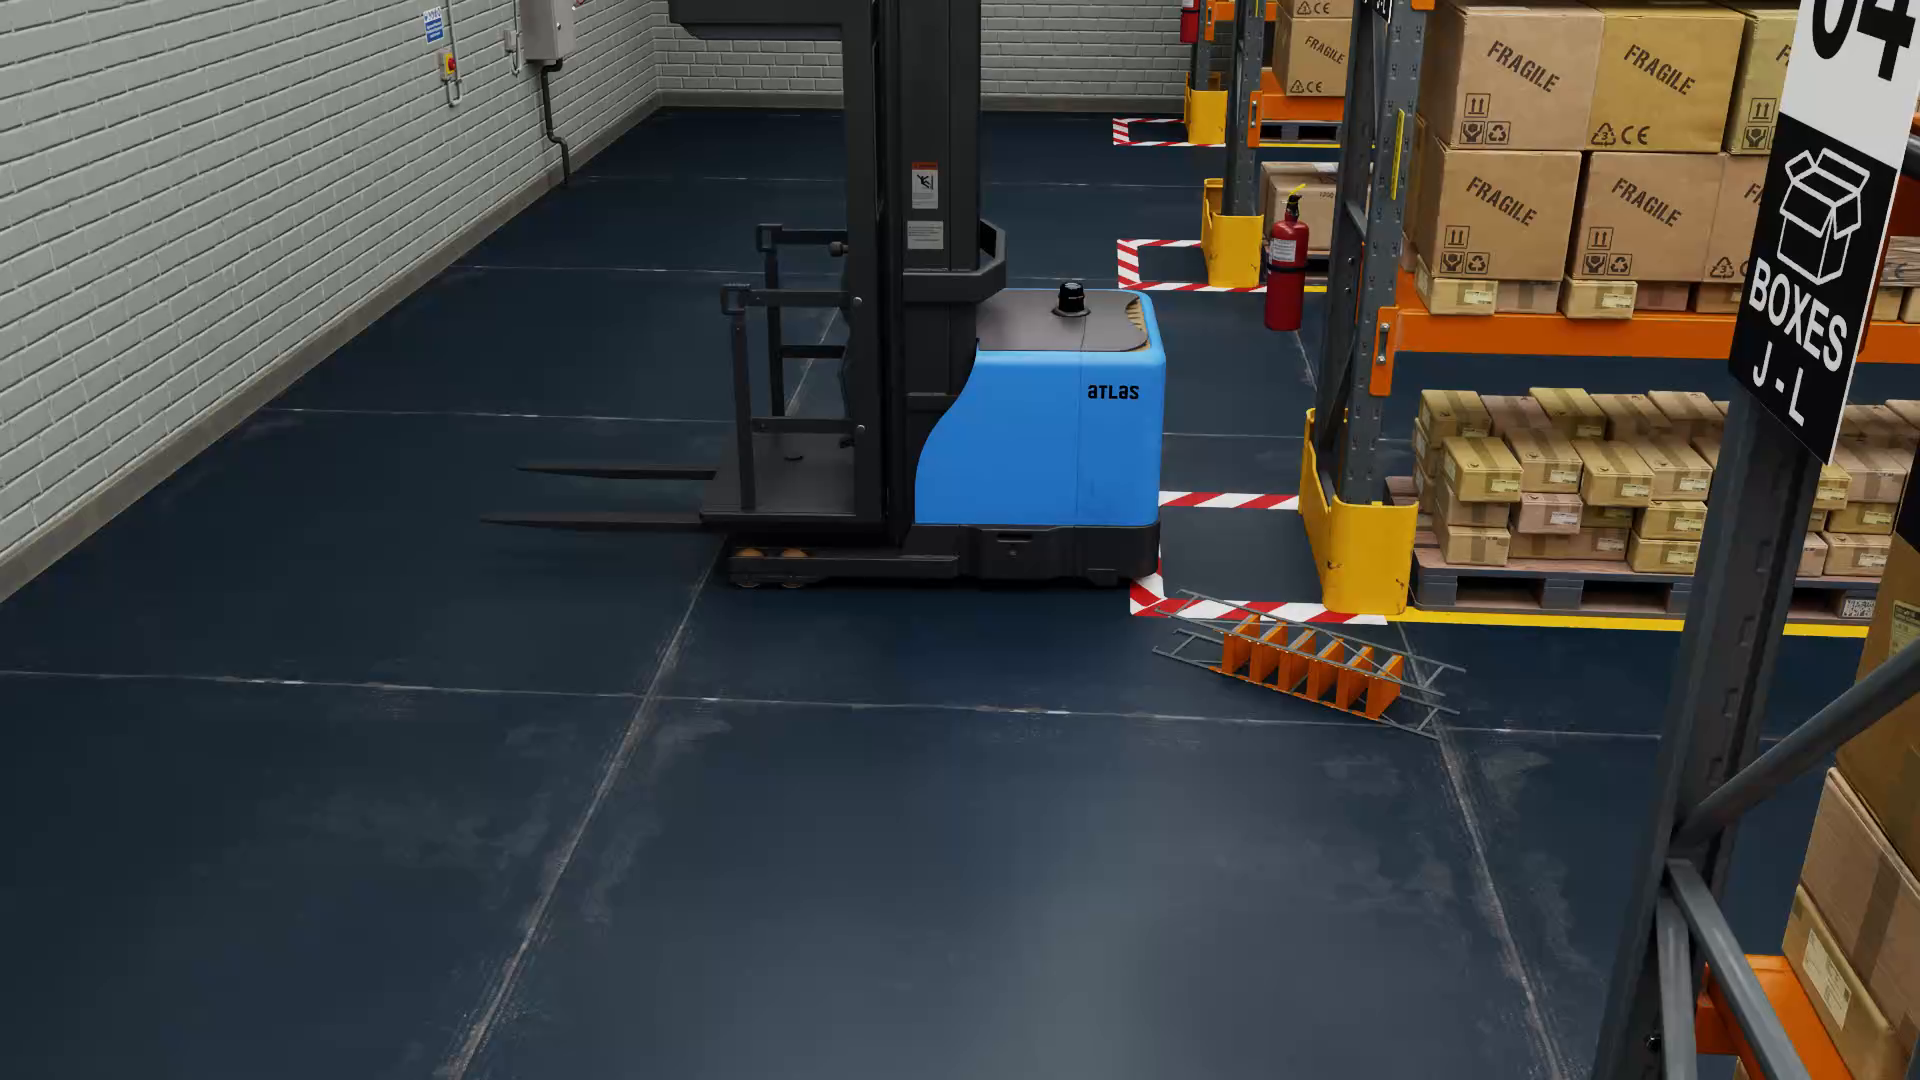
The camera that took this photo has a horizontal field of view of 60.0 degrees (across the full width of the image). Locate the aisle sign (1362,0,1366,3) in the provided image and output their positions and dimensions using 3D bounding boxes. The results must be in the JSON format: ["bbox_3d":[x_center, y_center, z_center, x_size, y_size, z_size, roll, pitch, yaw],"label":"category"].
[{"bbox_3d":[1.647,-2.601,6.704,0.004,0.787,0.394,2,25,4],"label":"aisle sign"}]

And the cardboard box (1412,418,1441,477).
[{"bbox_3d":[2.244,-0.425,7.638,0.250,0.149,0.380,1,25,3],"label":"cardboard box"}]

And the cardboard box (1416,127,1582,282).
[{"bbox_3d":[2.123,-1.343,6.606,0.500,0.500,0.500,3,25,6],"label":"cardboard box"}]

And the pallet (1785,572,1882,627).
[{"bbox_3d":[3.793,0.058,7.372,1.213,0.211,1.003,2,25,4],"label":"pallet"}]

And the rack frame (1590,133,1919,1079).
[{"bbox_3d":[1.216,0.770,2.488,0.053,2.616,0.949,2,25,4],"label":"rack frame"}]

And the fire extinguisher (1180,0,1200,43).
[{"bbox_3d":[2.169,-5.035,15.643,0.183,0.674,0.296,2,25,4],"label":"fire extinguisher"}]

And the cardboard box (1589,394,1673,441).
[{"bbox_3d":[3.011,-0.525,7.499,0.250,0.149,0.380,1,25,2],"label":"cardboard box"}]

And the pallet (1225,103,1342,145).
[{"bbox_3d":[3.222,-4.133,16.480,1.213,0.211,1.003,2,25,4],"label":"pallet"}]

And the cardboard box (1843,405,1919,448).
[{"bbox_3d":[4.044,-0.464,7.367,0.250,0.149,0.380,1,25,2],"label":"cardboard box"}]

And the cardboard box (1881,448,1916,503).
[{"bbox_3d":[4.004,-0.244,6.889,0.250,0.149,0.380,1,25,2],"label":"cardboard box"}]

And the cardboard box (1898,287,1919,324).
[{"bbox_3d":[3.818,-0.982,6.596,0.250,0.149,0.380,2,25,5],"label":"cardboard box"}]

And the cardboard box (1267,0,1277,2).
[{"bbox_3d":[2.915,-5.200,15.763,0.250,0.149,0.380,2,25,5],"label":"cardboard box"}]

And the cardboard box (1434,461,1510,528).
[{"bbox_3d":[2.199,-0.199,7.147,0.250,0.149,0.380,3,25,6],"label":"cardboard box"}]

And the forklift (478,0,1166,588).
[{"bbox_3d":[-0.630,-1.340,7.156,3.031,2.935,1.130,1,25,2],"label":"forklift"}]

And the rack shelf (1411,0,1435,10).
[{"bbox_3d":[3.690,-2.264,6.355,4.000,0.370,1.077,2,25,4],"label":"rack shelf"}]

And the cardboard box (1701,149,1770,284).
[{"bbox_3d":[3.146,-1.316,6.546,0.500,0.500,0.500,2,25,5],"label":"cardboard box"}]

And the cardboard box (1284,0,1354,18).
[{"bbox_3d":[2.431,-3.724,10.940,0.500,0.500,0.500,1,25,3],"label":"cardboard box"}]

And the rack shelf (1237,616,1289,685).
[{"bbox_3d":[1.202,0.431,6.581,0.103,0.180,0.258,16,29,31],"label":"rack shelf"}]

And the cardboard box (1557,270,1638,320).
[{"bbox_3d":[2.515,-1.009,6.656,0.250,0.149,0.380,1,25,2],"label":"cardboard box"}]

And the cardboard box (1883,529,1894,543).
[{"bbox_3d":[3.981,0.000,7.070,0.250,0.149,0.380,2,25,5],"label":"cardboard box"}]

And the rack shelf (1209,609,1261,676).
[{"bbox_3d":[1.104,0.403,6.643,0.103,0.180,0.258,16,29,31],"label":"rack shelf"}]

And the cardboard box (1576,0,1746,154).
[{"bbox_3d":[2.627,-1.789,6.377,0.500,0.500,0.500,3,25,6],"label":"cardboard box"}]

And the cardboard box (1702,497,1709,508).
[{"bbox_3d":[3.238,-0.174,7.092,0.250,0.149,0.380,1,25,1],"label":"cardboard box"}]

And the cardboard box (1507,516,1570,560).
[{"bbox_3d":[2.461,-0.064,7.208,0.250,0.149,0.380,2,25,4],"label":"cardboard box"}]

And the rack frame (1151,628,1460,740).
[{"bbox_3d":[1.338,0.553,6.534,1.200,0.006,0.240,16,29,31],"label":"rack frame"}]

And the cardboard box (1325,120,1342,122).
[{"bbox_3d":[3.803,-4.380,16.169,0.500,0.500,0.700,3,25,6],"label":"cardboard box"}]

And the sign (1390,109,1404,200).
[{"bbox_3d":[1.655,-1.459,6.298,0.005,0.325,0.100,2,25,4],"label":"sign"}]

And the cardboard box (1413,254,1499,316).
[{"bbox_3d":[1.994,-1.031,6.703,0.250,0.149,0.380,2,25,4],"label":"cardboard box"}]

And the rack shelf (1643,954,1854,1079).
[{"bbox_3d":[3.210,1.162,2.496,4.000,0.370,1.077,2,25,4],"label":"rack shelf"}]

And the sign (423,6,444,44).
[{"bbox_3d":[-3.714,-3.634,11.736,0.001,0.218,0.327,2,25,4],"label":"sign"}]

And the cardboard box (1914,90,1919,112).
[{"bbox_3d":[3.653,-1.748,6.289,0.500,0.500,0.500,1,25,2],"label":"cardboard box"}]

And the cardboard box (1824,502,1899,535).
[{"bbox_3d":[3.780,-0.170,7.083,0.250,0.149,0.380,3,25,6],"label":"cardboard box"}]

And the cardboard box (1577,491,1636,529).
[{"bbox_3d":[2.719,-0.196,7.140,0.250,0.149,0.380,2,25,5],"label":"cardboard box"}]

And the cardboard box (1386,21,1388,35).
[{"bbox_3d":[2.938,-3.265,11.137,0.500,0.500,0.500,1,25,3],"label":"cardboard box"}]

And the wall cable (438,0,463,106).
[{"bbox_3d":[-3.649,-4.005,11.613,0.123,1.953,0.585,2,25,4],"label":"wall cable"}]

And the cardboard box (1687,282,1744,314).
[{"bbox_3d":[3.053,-1.039,6.721,0.250,0.149,0.380,2,25,3],"label":"cardboard box"}]

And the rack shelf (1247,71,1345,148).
[{"bbox_3d":[3.969,-2.968,11.472,4.000,0.370,1.077,2,25,4],"label":"rack shelf"}]

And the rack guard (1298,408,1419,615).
[{"bbox_3d":[1.772,-0.154,7.487,0.348,0.500,1.175,2,25,4],"label":"rack guard"}]

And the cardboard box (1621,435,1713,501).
[{"bbox_3d":[2.972,-0.306,7.024,0.250,0.149,0.380,1,25,1],"label":"cardboard box"}]

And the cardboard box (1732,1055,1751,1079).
[{"bbox_3d":[1.860,1.533,2.869,0.875,0.875,0.875,2,25,4],"label":"cardboard box"}]

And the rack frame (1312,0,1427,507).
[{"bbox_3d":[1.696,-1.292,6.970,0.127,3.000,1.000,2,25,4],"label":"rack frame"}]

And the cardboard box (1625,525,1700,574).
[{"bbox_3d":[2.956,-0.005,7.080,0.250,0.149,0.380,2,25,5],"label":"cardboard box"}]

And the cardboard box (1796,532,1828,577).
[{"bbox_3d":[3.460,0.008,7.052,0.250,0.149,0.380,1,25,1],"label":"cardboard box"}]

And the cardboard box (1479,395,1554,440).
[{"bbox_3d":[2.490,-0.515,7.477,0.250,0.149,0.380,2,25,5],"label":"cardboard box"}]

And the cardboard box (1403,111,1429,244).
[{"bbox_3d":[2.164,-1.566,7.089,0.500,0.500,0.500,2,25,5],"label":"cardboard box"}]

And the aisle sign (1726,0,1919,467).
[{"bbox_3d":[1.167,-0.537,2.218,0.004,0.787,0.394,2,25,4],"label":"aisle sign"}]

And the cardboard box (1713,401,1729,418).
[{"bbox_3d":[3.537,-0.485,7.412,0.250,0.149,0.380,1,25,2],"label":"cardboard box"}]

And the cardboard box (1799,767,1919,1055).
[{"bbox_3d":[1.719,0.610,2.661,0.500,0.250,0.500,1,25,3],"label":"cardboard box"}]

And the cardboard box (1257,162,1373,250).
[{"bbox_3d":[2.640,-2.406,11.953,0.875,0.438,0.875,1,25,2],"label":"cardboard box"}]

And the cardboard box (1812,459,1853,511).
[{"bbox_3d":[3.506,-0.266,6.936,0.250,0.149,0.380,2,25,5],"label":"cardboard box"}]

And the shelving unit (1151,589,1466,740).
[{"bbox_3d":[1.338,0.470,6.496,1.200,0.189,0.258,16,29,31],"label":"shelving unit"}]

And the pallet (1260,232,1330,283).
[{"bbox_3d":[2.778,-2.099,12.059,1.213,0.211,1.003,2,25,4],"label":"pallet"}]

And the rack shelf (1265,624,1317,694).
[{"bbox_3d":[1.301,0.460,6.519,0.103,0.180,0.258,16,29,31],"label":"rack shelf"}]

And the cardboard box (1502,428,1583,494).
[{"bbox_3d":[2.477,-0.341,7.100,0.250,0.149,0.380,2,25,5],"label":"cardboard box"}]
